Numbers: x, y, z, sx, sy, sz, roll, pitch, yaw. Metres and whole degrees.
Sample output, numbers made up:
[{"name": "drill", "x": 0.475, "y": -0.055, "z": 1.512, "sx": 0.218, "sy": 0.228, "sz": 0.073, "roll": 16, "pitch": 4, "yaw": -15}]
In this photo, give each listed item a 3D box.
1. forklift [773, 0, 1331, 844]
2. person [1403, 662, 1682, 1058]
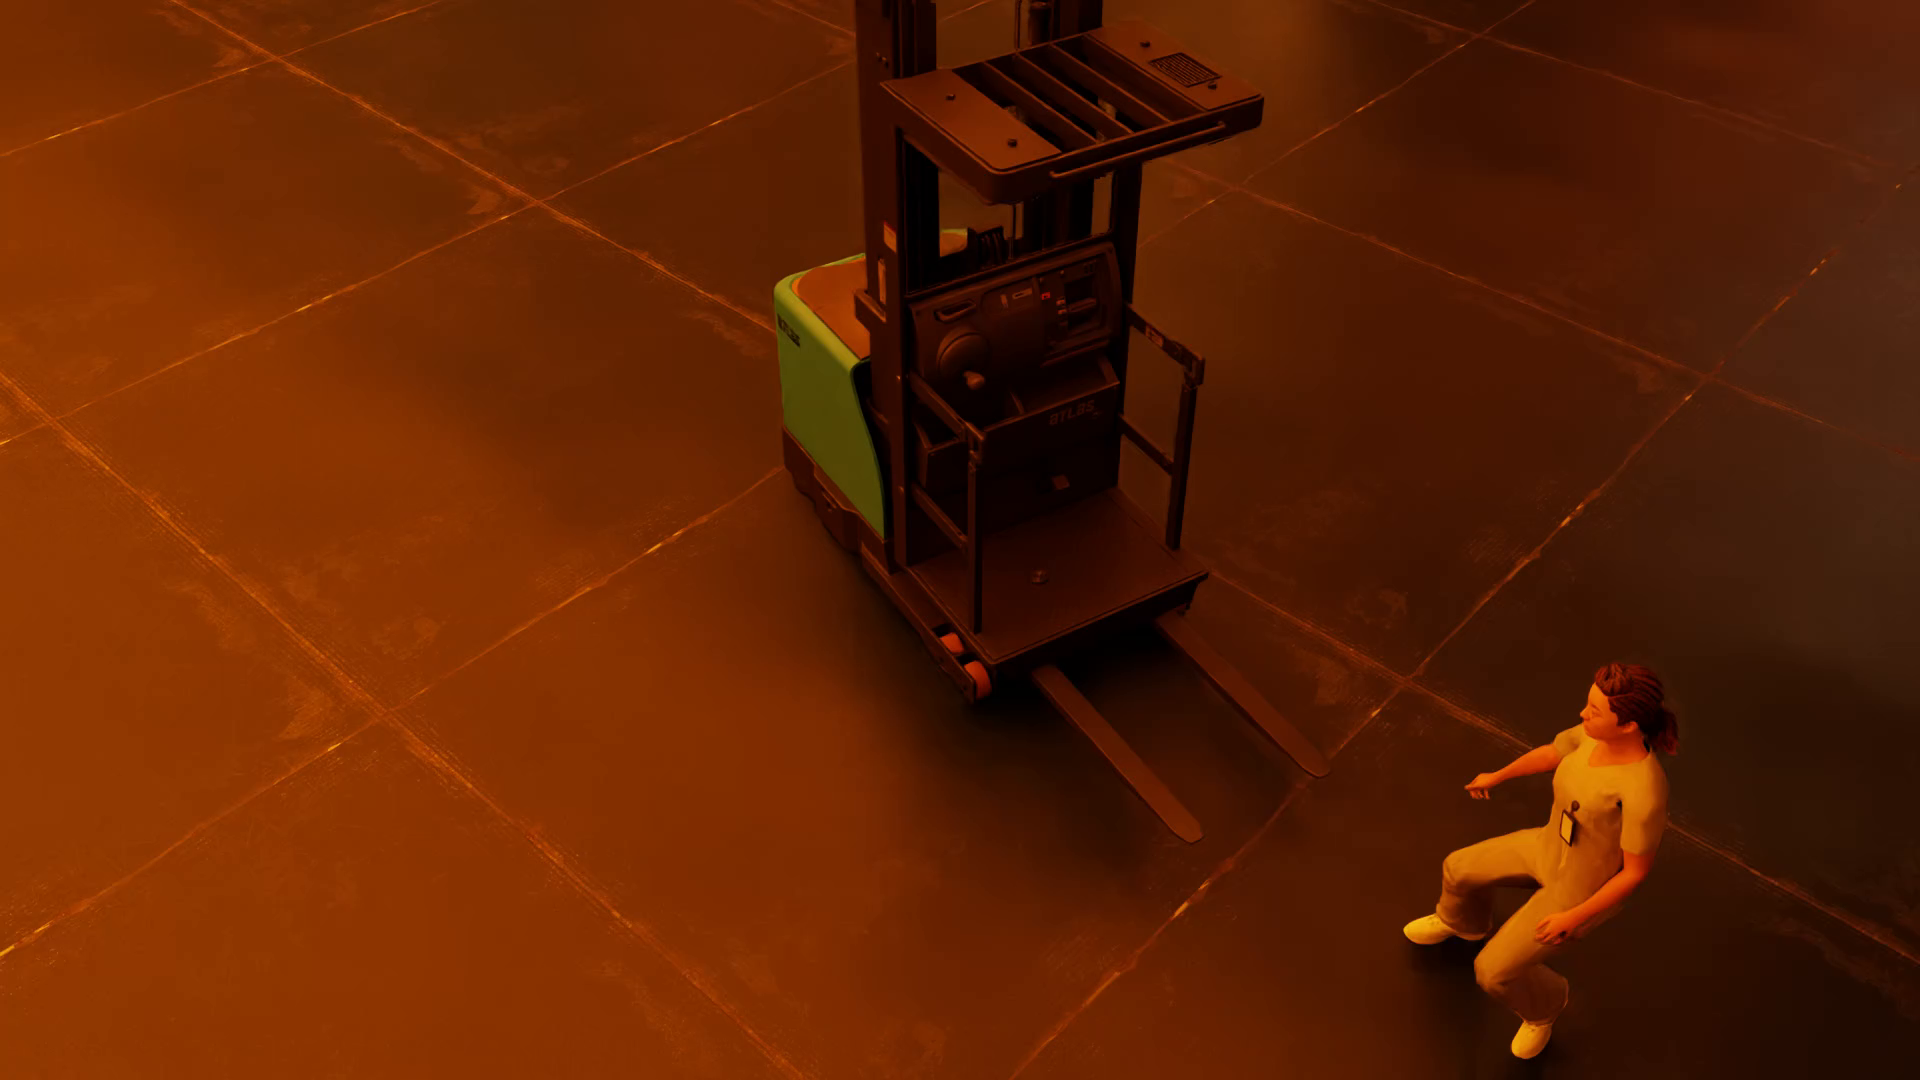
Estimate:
[{"name": "forklift", "x": 0.344, "y": -0.793, "z": 6.353, "sx": 1.130, "sy": 2.935, "sz": 3.031, "roll": -21, "pitch": 45, "yaw": -23}, {"name": "person", "x": 1.861, "y": 0.979, "z": 5.288, "sx": 0.547, "sy": 1.549, "sz": 0.719, "roll": -1, "pitch": 41, "yaw": -1}]
